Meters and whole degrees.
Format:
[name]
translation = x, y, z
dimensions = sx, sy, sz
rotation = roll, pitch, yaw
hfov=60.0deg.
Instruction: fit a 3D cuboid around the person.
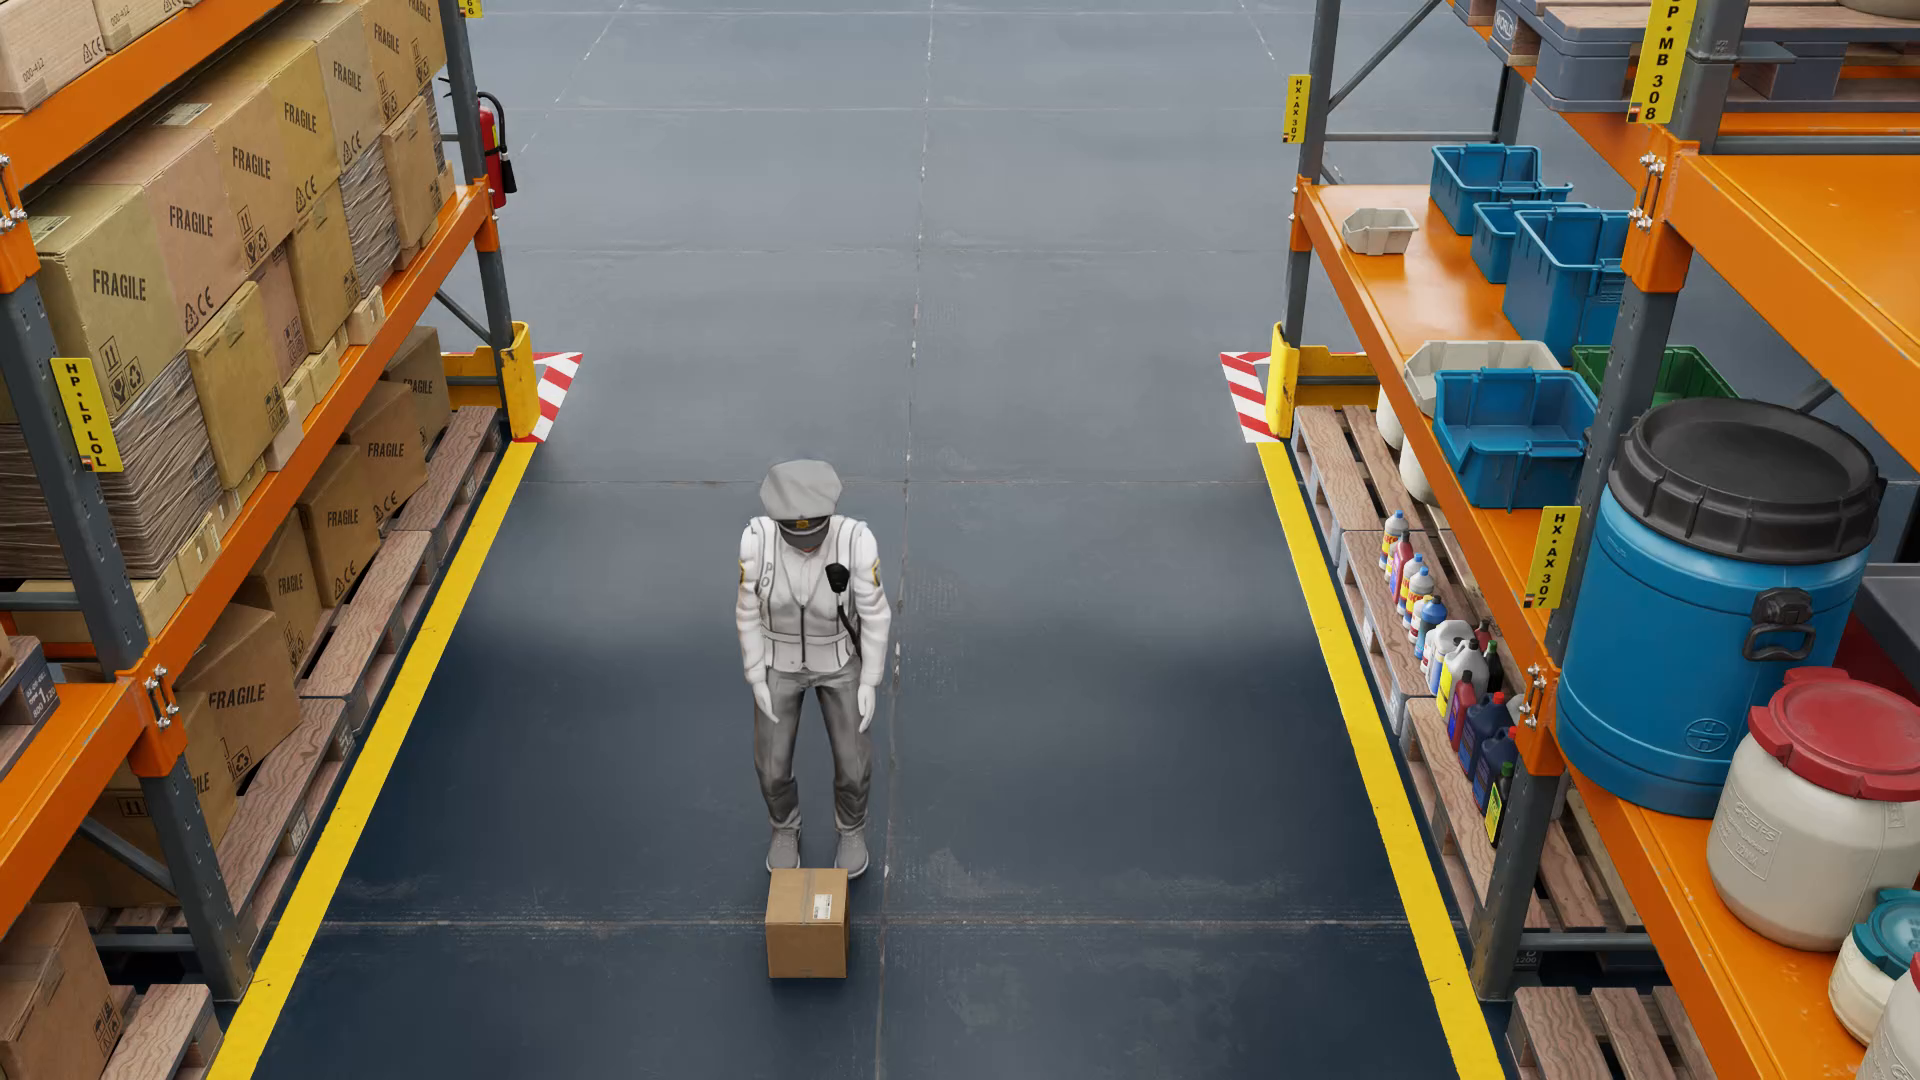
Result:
[person]
translation = -0.475, 0.442, 5.478
dimensions = 0.504, 1.616, 0.465
rotation = 1, 32, 1
